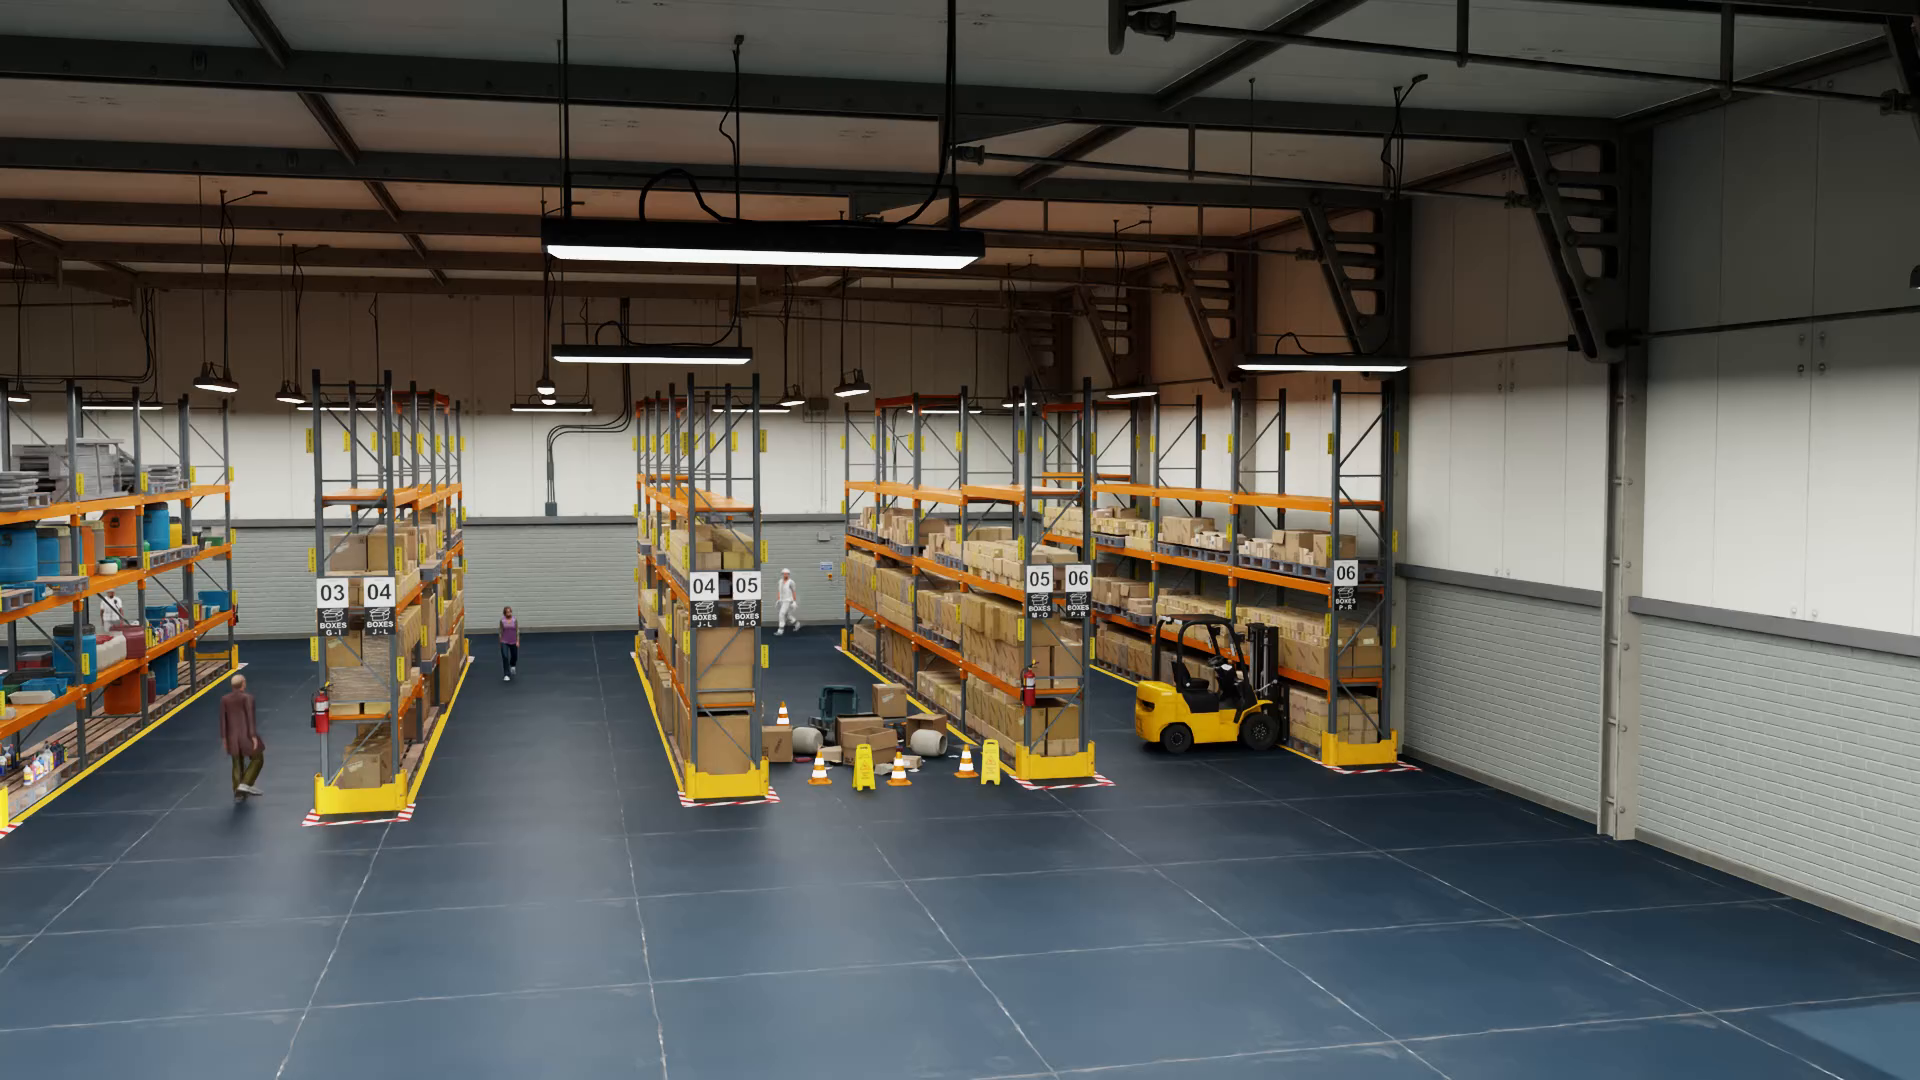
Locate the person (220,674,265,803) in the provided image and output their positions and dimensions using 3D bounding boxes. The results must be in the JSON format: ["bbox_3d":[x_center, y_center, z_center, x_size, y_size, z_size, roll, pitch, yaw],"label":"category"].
[{"bbox_3d":[-10.043,2.770,23.209,0.627,1.770,0.571,0,3,-2],"label":"person"}]

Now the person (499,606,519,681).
[{"bbox_3d":[-9.558,2.223,35.272,0.420,1.458,0.768,-1,3,-15],"label":"person"}]

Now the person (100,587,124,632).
[{"bbox_3d":[-20.104,1.896,39.432,0.534,1.620,1.033,-1,3,-17],"label":"person"}]

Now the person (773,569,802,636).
[{"bbox_3d":[-4.522,1.615,43.441,1.019,1.753,0.495,-3,4,-42],"label":"person"}]
